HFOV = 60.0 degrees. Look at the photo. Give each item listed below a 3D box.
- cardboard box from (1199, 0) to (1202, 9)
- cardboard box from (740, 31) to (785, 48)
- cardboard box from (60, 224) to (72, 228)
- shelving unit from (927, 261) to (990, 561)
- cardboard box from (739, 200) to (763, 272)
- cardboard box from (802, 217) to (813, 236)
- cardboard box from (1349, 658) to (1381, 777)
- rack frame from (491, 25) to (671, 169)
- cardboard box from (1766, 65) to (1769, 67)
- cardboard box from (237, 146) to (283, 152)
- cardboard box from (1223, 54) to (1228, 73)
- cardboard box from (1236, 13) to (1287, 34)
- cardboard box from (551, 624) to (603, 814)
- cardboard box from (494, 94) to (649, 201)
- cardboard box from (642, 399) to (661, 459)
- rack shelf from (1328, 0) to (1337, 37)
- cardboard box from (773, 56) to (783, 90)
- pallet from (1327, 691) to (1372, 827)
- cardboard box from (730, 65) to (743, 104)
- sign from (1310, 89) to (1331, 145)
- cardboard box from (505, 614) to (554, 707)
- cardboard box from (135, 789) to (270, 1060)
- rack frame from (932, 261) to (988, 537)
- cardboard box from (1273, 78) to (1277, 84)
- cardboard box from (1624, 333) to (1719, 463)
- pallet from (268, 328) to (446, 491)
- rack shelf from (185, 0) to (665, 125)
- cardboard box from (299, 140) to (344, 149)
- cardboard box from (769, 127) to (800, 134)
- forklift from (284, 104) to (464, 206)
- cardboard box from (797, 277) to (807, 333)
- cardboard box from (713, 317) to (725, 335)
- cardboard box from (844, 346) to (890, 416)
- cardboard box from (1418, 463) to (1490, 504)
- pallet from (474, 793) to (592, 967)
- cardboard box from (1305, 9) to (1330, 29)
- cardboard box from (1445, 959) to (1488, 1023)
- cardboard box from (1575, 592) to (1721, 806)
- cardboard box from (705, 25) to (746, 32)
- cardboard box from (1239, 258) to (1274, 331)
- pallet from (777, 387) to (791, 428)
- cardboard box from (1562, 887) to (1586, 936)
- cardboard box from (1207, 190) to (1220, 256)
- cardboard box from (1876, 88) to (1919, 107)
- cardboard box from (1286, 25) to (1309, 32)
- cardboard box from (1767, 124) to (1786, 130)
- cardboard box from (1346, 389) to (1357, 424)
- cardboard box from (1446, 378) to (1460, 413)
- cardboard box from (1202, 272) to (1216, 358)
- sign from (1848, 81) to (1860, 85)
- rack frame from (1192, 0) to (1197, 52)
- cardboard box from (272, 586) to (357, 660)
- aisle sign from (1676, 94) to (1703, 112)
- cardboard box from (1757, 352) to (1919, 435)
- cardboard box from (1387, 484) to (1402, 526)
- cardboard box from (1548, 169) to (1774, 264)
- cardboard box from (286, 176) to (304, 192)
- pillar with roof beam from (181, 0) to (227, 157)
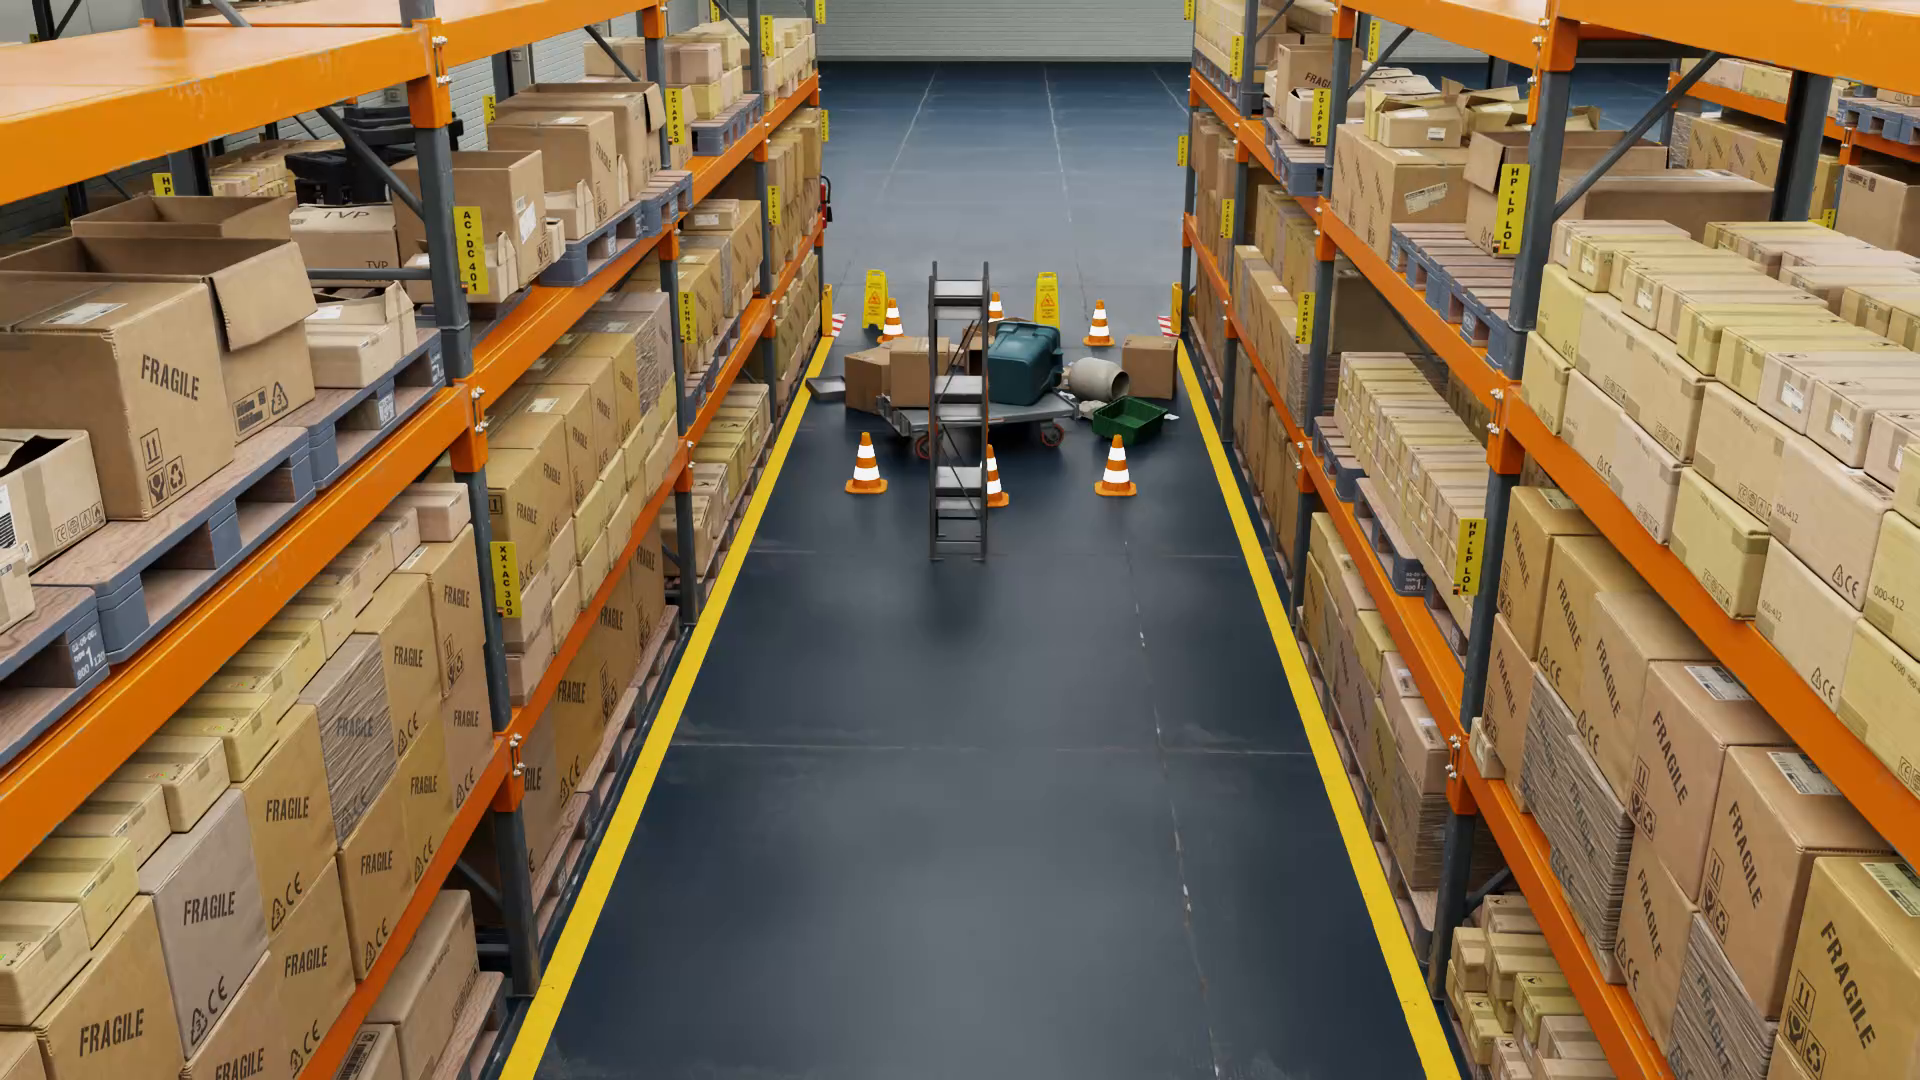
[{"bbox_3d":[2.606,-5.413,16.713,0.380,0.149,0.250,1,21,2],"label":"cardboard box"},{"bbox_3d":[-1.829,-4.624,15.396,0.380,0.149,0.250,1,21,3],"label":"cardboard box"},{"bbox_3d":[-7.316,-2.575,13.983,0.380,0.149,0.250,0,21,0],"label":"cardboard box"},{"bbox_3d":[-0.005,-0.919,11.995,0.431,2.100,0.503,1,21,2],"label":"shelving unit"},{"bbox_3d":[-1.914,-2.509,13.718,0.500,0.500,0.500,0,21,1],"label":"cardboard box"},{"bbox_3d":[-1.709,-3.210,17.003,0.380,0.149,0.250,1,21,3],"label":"cardboard box"},{"bbox_3d":[2.385,0.942,8.831,0.500,0.500,0.500,0,21,0],"label":"cardboard box"},{"bbox_3d":[-2.251,-3.648,9.490,1.000,3.000,0.127,1,21,2],"label":"rack frame"},{"bbox_3d":[7.629,-4.396,15.222,0.380,0.149,0.250,0,21,0],"label":"cardboard box"},{"bbox_3d":[-7.228,-3.975,17.182,0.380,0.149,0.250,1,21,3],"label":"cardboard box"},{"bbox_3d":[2.535,-4.215,14.728,0.380,0.149,0.250,1,21,2],"label":"cardboard box"},{"bbox_3d":[2.514,-4.310,13.871,0.380,0.149,0.250,0,21,1],"label":"cardboard box"},{"bbox_3d":[-2.414,0.838,8.578,0.875,0.875,0.875,1,21,3],"label":"cardboard box"},{"bbox_3d":[-2.091,-2.132,9.011,0.700,0.500,0.500,0,21,-1],"label":"cardboard box"},{"bbox_3d":[-2.023,-0.651,9.575,0.500,0.250,0.500,0,21,0],"label":"cardboard box"},{"bbox_3d":[2.761,-3.831,11.510,1.077,0.370,4.000,1,21,2],"label":"rack shelf"},{"bbox_3d":[-1.836,-4.107,14.616,0.500,0.250,0.500,0,21,1],"label":"cardboard box"},{"bbox_3d":[2.635,1.190,9.171,1.003,0.211,1.213,1,21,2],"label":"pallet"},{"bbox_3d":[-2.002,-3.609,13.163,0.500,0.250,0.500,0,21,1],"label":"cardboard box"},{"bbox_3d":[2.145,-2.518,9.902,0.100,0.325,0.005,1,21,2],"label":"sign"},{"bbox_3d":[-2.095,0.509,7.277,0.500,0.250,0.500,0,21,0],"label":"cardboard box"},{"bbox_3d":[-2.178,0.985,4.322,0.500,0.500,0.500,0,21,1],"label":"cardboard box"},{"bbox_3d":[0.002,-1.007,12.222,0.400,2.100,0.015,1,21,2],"label":"rack frame"},{"bbox_3d":[2.542,-3.431,12.706,0.250,0.149,0.380,1,21,2],"label":"cardboard box"},{"bbox_3d":[2.275,-0.415,4.821,0.500,0.250,0.500,1,21,3],"label":"cardboard box"},{"bbox_3d":[-2.408,-0.466,5.559,1.003,0.211,1.213,1,21,2],"label":"pallet"},{"bbox_3d":[-2.312,-2.403,7.829,1.077,0.370,4.000,1,21,2],"label":"rack shelf"},{"bbox_3d":[-6.769,-4.153,17.638,0.380,0.149,0.250,1,21,2],"label":"cardboard box"},{"bbox_3d":[-1.894,-3.660,15.885,0.700,0.500,0.500,1,21,1],"label":"cardboard box"},{"bbox_3d":[-4.996,-2.317,14.449,3.031,2.935,1.130,17,27,37],"label":"forklift"},{"bbox_3d":[-1.806,-2.343,16.605,0.500,0.500,0.500,0,21,0],"label":"cardboard box"},{"bbox_3d":[-1.957,-1.629,12.347,0.380,0.149,0.250,1,21,3],"label":"cardboard box"},{"bbox_3d":[-0.736,-1.505,15.714,0.500,0.500,0.500,18,27,38],"label":"cardboard box"},{"bbox_3d":[2.431,-0.264,8.008,0.380,0.149,0.250,0,21,0],"label":"cardboard box"},{"bbox_3d":[-2.424,1.616,8.073,1.003,0.211,1.213,1,21,2],"label":"pallet"},{"bbox_3d":[3.187,-4.486,14.324,0.380,0.149,0.250,0,21,1],"label":"cardboard box"},{"bbox_3d":[2.246,1.875,6.911,0.380,0.149,0.250,0,21,-1],"label":"cardboard box"},{"bbox_3d":[2.274,0.492,5.183,0.500,0.500,0.500,1,21,3],"label":"cardboard box"},{"bbox_3d":[-2.277,-4.909,16.131,0.380,0.149,0.250,1,21,1],"label":"cardboard box"},{"bbox_3d":[2.522,-1.956,13.285,0.500,0.500,0.500,1,21,2],"label":"cardboard box"},{"bbox_3d":[-2.144,-1.240,15.434,1.003,0.211,1.213,1,21,2],"label":"pallet"},{"bbox_3d":[2.266,1.209,5.613,0.380,0.149,0.250,1,21,3],"label":"cardboard box"},{"bbox_3d":[2.865,-3.068,16.083,0.875,0.550,0.500,1,21,2],"label":"cardboard box"},{"bbox_3d":[7.663,-3.662,12.949,0.797,0.503,0.637,0,21,-1],"label":"cardboard box"},{"bbox_3d":[3.130,-4.345,14.511,0.500,0.250,0.500,0,21,1],"label":"cardboard box"},{"bbox_3d":[8.101,-3.723,16.045,0.500,0.500,0.500,1,21,2],"label":"cardboard box"},{"bbox_3d":[2.478,-0.780,9.747,0.380,0.149,0.250,2,21,4],"label":"cardboard box"},{"bbox_3d":[3.140,-0.867,9.971,0.380,0.149,0.250,1,21,3],"label":"cardboard box"},{"bbox_3d":[2.964,-2.367,16.838,0.875,0.875,0.875,0,21,1],"label":"cardboard box"},{"bbox_3d":[7.234,-3.831,13.394,0.100,0.325,0.005,1,21,2],"label":"sign"},{"bbox_3d":[2.943,-6.522,16.899,1.000,3.000,0.127,1,21,2],"label":"rack frame"},{"bbox_3d":[-2.159,0.262,5.290,0.380,0.149,0.250,0,21,1],"label":"cardboard box"},{"bbox_3d":[7.600,-4.872,17.345,0.394,0.787,0.004,1,21,2],"label":"aisle sign"},{"bbox_3d":[2.242,-0.367,4.148,0.380,0.149,0.250,0,21,0],"label":"cardboard box"},{"bbox_3d":[2.437,-0.179,8.609,0.380,0.149,0.250,0,21,0],"label":"cardboard box"},{"bbox_3d":[2.700,-1.163,6.515,0.700,0.500,0.500,1,21,2],"label":"cardboard box"},{"bbox_3d":[-6.714,-3.553,16.505,0.380,0.149,0.250,1,21,2],"label":"cardboard box"},{"bbox_3d":[-3.588,-6.304,16.337,9.100,9.000,0.400,1,21,2],"label":"pillar with roof beam"}]
